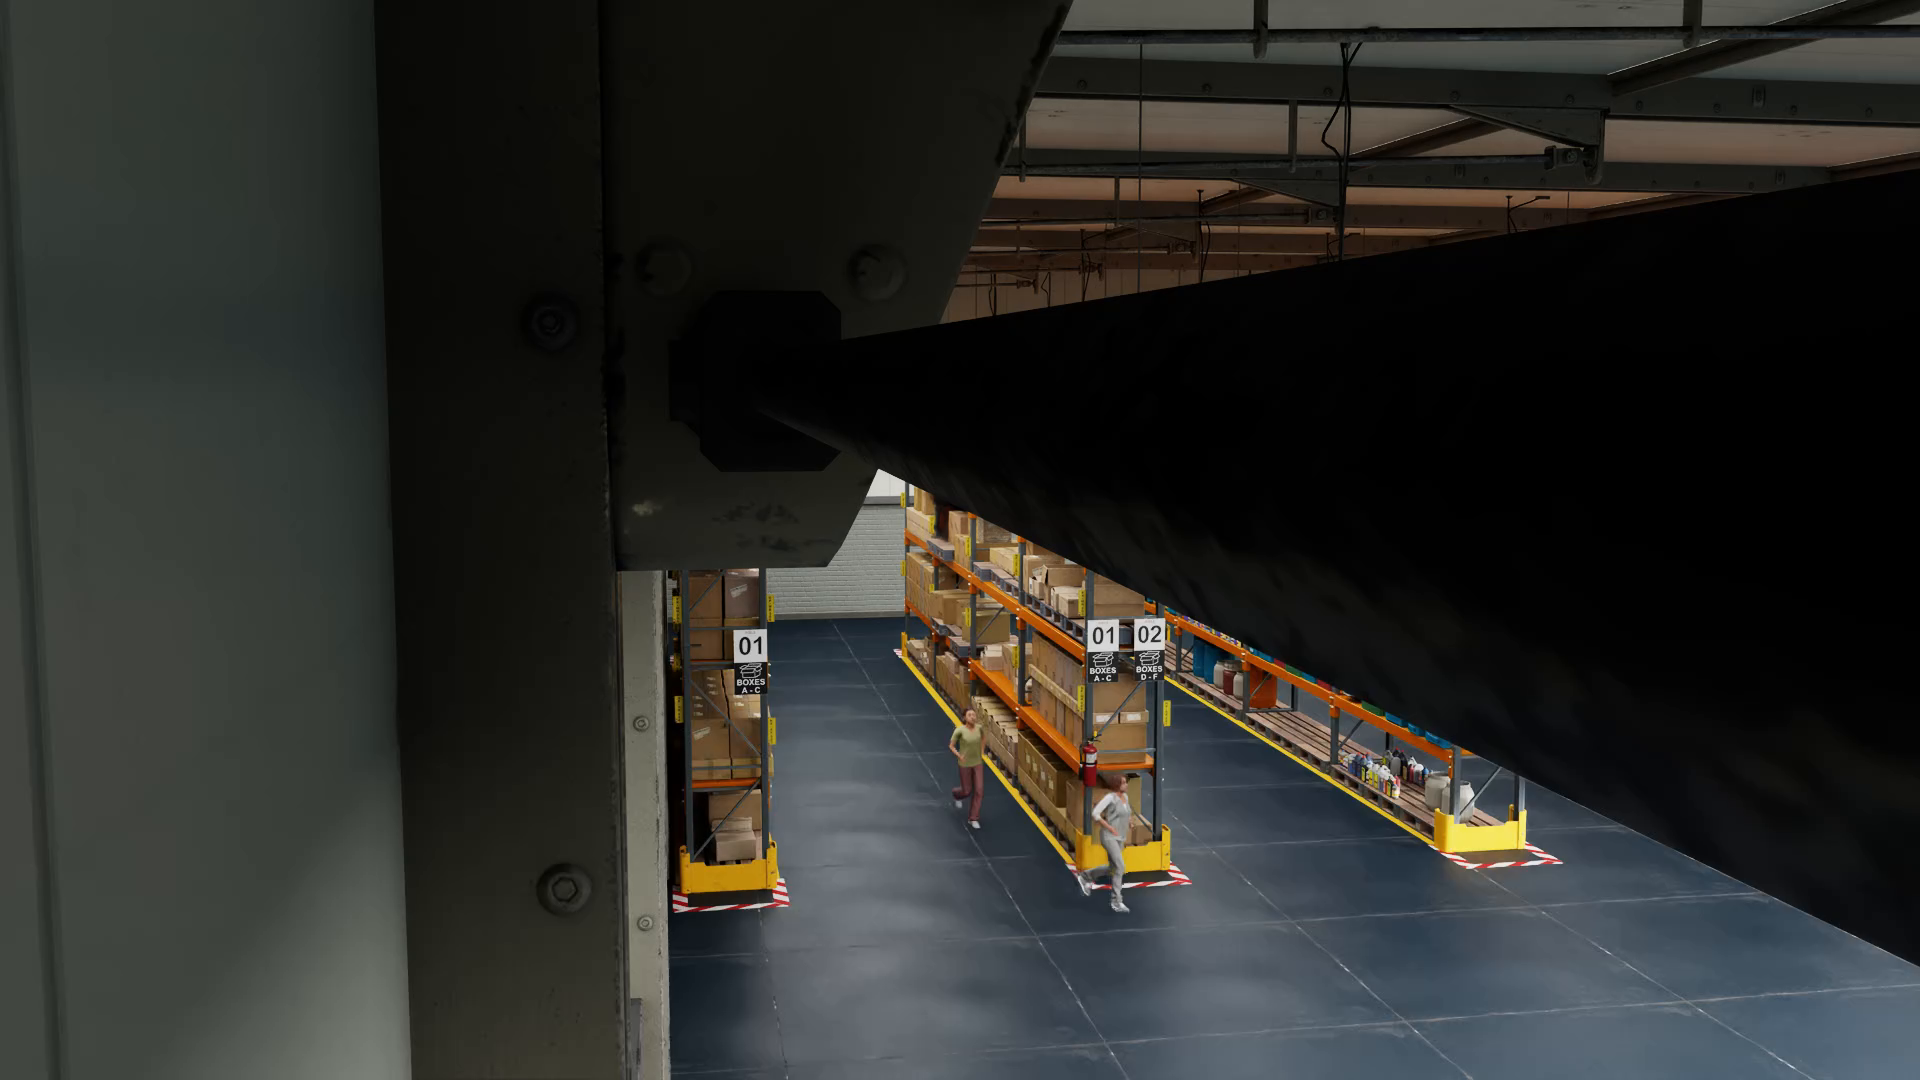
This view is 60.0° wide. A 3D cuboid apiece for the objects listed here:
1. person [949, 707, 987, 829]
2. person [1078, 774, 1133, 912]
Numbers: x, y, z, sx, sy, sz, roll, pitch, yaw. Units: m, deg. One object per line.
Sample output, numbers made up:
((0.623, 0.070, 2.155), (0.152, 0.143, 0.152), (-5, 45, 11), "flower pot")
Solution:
((0.130, 3.128, 23.148), (0.579, 1.654, 0.791), (-2, 6, -21), "person")
((1.781, 3.540, 19.665), (0.751, 1.580, 0.579), (5, 8, 39), "person")
